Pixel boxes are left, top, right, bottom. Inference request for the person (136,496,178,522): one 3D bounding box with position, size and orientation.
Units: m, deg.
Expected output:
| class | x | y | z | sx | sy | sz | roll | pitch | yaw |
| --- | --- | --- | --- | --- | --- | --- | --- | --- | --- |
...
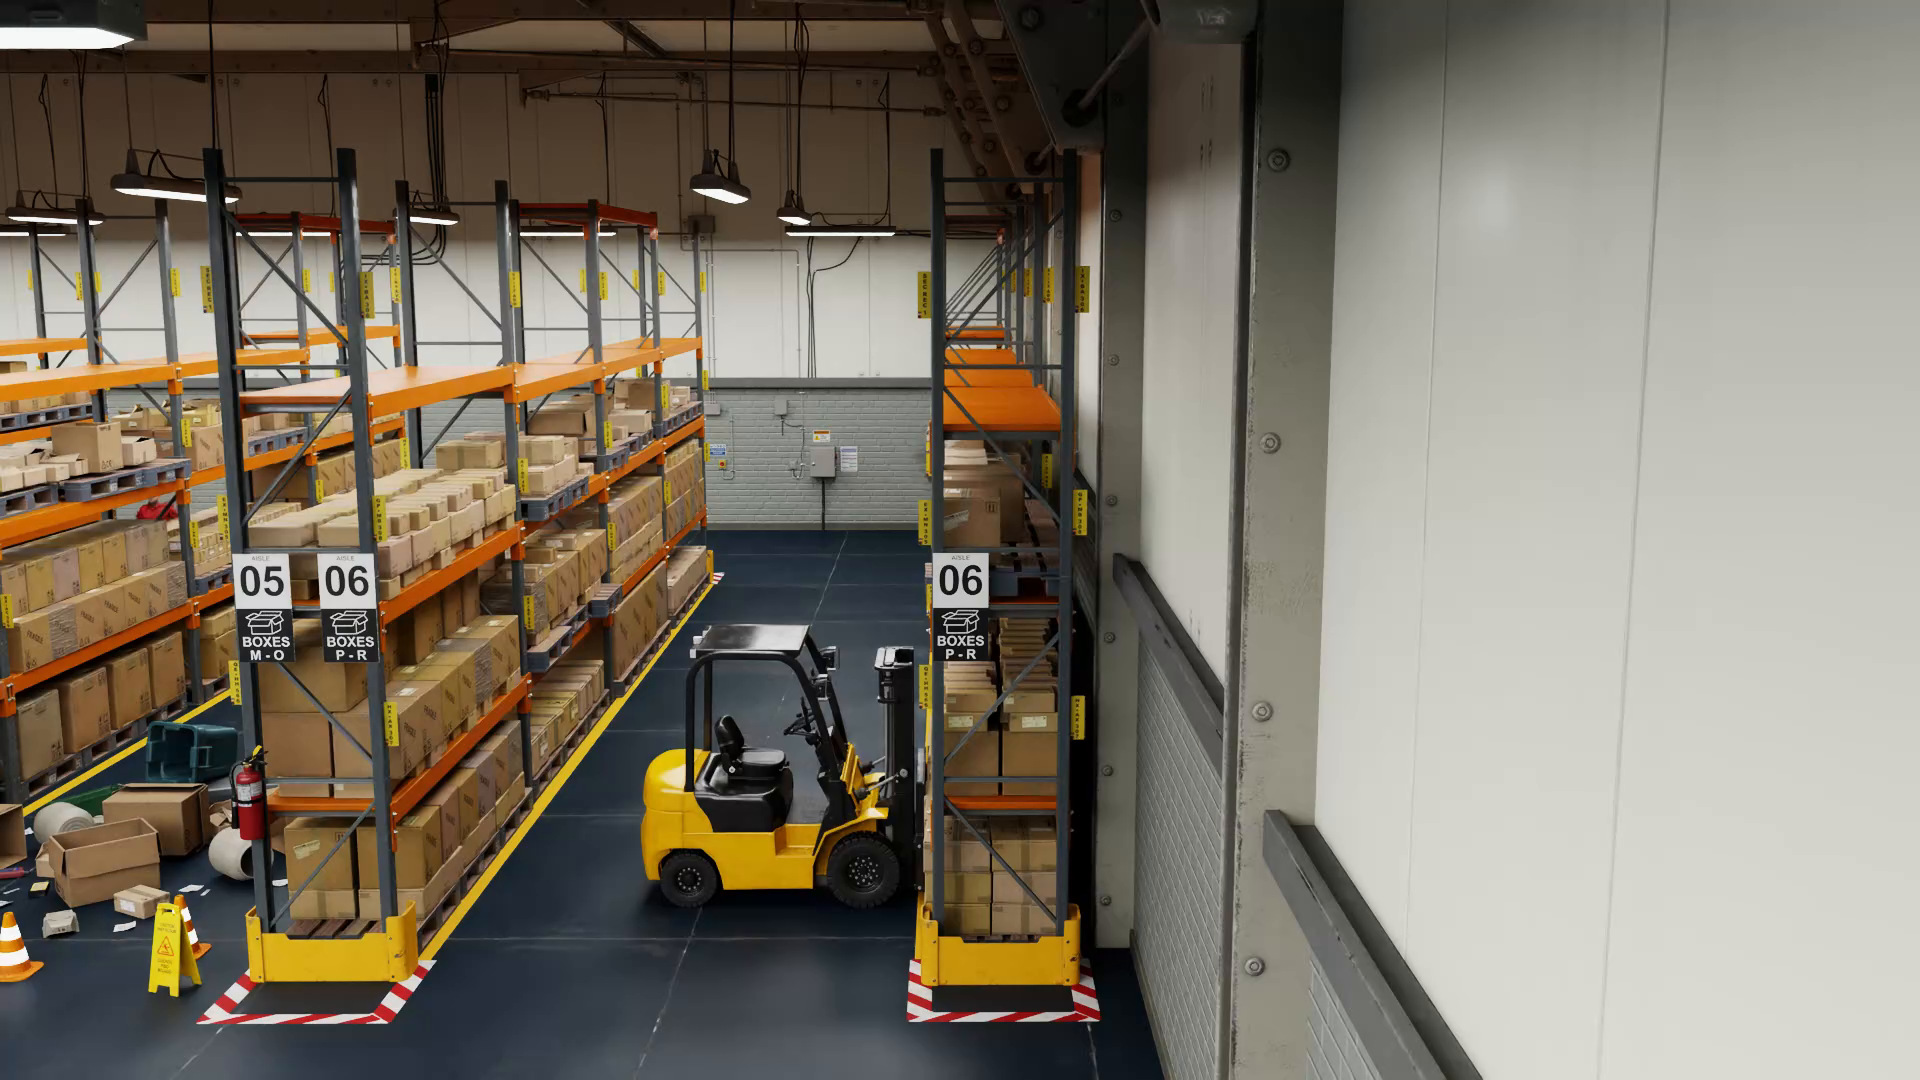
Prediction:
| class | x | y | z | sx | sy | sz | roll | pitch | yaw |
| --- | --- | --- | --- | --- | --- | --- | --- | --- | --- |
| person | -13.104 | 0.020 | 27.162 | 0.722 | 1.674 | 0.632 | -2 | 9 | -10 |
